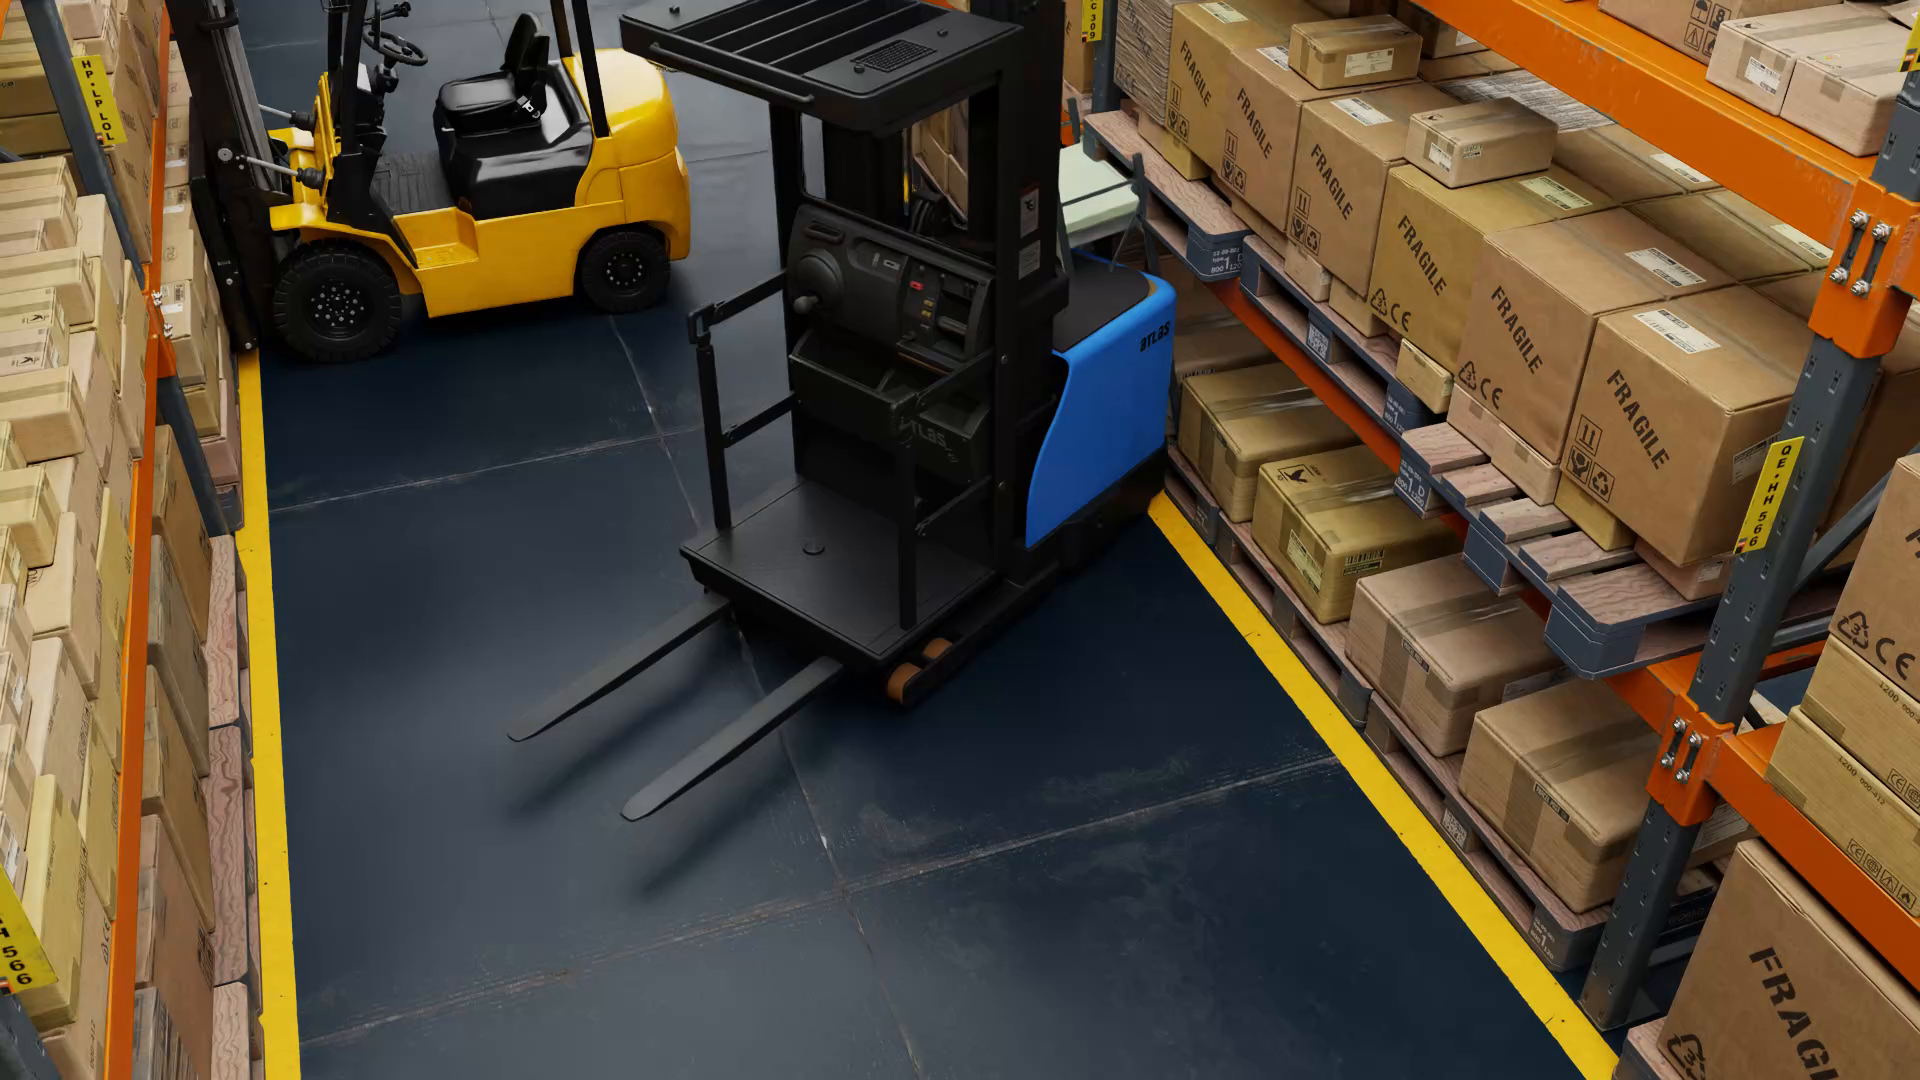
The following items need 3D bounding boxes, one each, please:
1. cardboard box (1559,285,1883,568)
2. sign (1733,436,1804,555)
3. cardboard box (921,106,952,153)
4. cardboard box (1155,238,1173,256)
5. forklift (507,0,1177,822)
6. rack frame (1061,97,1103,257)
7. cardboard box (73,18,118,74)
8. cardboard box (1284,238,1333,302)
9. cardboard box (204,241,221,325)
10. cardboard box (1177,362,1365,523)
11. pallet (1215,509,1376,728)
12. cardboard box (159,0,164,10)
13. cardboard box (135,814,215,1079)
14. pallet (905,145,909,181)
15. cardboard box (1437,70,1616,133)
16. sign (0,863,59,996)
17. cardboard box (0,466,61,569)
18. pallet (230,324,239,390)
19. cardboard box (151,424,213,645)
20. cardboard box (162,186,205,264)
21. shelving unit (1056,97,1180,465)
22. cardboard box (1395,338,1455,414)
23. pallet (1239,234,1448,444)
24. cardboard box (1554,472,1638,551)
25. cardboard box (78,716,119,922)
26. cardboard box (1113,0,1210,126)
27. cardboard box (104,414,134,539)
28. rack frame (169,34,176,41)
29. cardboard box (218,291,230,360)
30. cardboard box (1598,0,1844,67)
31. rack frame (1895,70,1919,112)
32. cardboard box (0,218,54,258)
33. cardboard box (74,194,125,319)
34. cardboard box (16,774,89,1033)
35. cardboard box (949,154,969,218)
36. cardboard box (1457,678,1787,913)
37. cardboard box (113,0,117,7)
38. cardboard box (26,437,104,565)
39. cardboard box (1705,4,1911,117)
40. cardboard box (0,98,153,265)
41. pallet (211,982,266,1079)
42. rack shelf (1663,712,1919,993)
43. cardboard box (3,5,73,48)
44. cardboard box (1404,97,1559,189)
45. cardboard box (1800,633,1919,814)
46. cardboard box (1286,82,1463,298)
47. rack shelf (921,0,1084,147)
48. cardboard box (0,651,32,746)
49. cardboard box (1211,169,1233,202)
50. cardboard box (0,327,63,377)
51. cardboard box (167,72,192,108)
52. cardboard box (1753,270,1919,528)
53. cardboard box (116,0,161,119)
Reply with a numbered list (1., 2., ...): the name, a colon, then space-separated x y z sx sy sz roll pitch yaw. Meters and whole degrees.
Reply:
1. cardboard box: 2.034 -0.317 4.498 0.500 0.500 0.500 -14 39 -17
2. sign: 1.945 -0.104 3.999 0.100 0.325 0.005 -12 39 -16
3. cardboard box: 0.074 -2.573 9.486 0.500 0.500 0.500 -12 39 -15
4. cardboard box: 1.126 -1.809 8.471 0.500 0.500 0.500 -11 38 -14
5. forklift: -0.407 -0.873 5.972 1.130 2.935 3.031 26 44 30
6. rack frame: 0.468 -1.272 7.658 0.400 1.500 0.023 -20 36 -8
7. cardboard box: -3.668 -1.996 6.785 0.380 0.149 0.250 -12 39 -15
8. cardboard box: 1.391 -0.998 5.942 0.380 0.149 0.250 -11 38 -14
9. cardboard box: -3.798 -1.198 7.868 0.500 0.250 0.500 -13 39 -16
10. cardboard box: 1.509 -0.468 7.213 0.950 0.372 0.625 -10 38 -13
11. pallet: 1.768 0.193 6.818 1.003 0.211 1.213 -12 39 -16
12. cardboard box: -4.545 -3.097 8.785 0.500 0.500 0.500 -13 39 -17
13. cardboard box: -2.642 1.297 4.660 0.875 0.625 0.625 -11 38 -14
14. pallet: -0.029 -2.687 10.642 1.003 0.211 1.213 -12 39 -16
15. cardboard box: 1.974 -1.295 5.797 0.500 0.500 0.500 -14 39 -18
16. sign: -1.701 0.690 2.944 0.100 0.325 0.005 -12 39 -16
17. cardboard box: -2.495 -0.028 4.172 0.380 0.149 0.250 -12 39 -15
18. pallet: -4.242 -1.055 8.475 1.003 0.211 1.213 -12 39 -16
19. cardboard box: -3.394 0.052 6.312 0.875 0.625 0.625 -11 38 -14
20. cardboard box: -3.804 -1.398 7.717 0.500 0.250 0.500 -11 38 -14
21. shelving unit: 0.580 -1.083 7.365 0.431 1.500 0.755 -20 36 -8
22. cardboard box: 1.642 -0.561 5.361 0.380 0.149 0.250 -12 39 -15
23. pallet: 1.732 -0.824 6.010 1.003 0.211 1.213 -12 39 -16
24. cardboard box: 1.958 -0.131 4.791 0.380 0.149 0.250 -12 39 -15
25. cardboard box: -2.299 0.712 3.936 0.500 0.250 0.500 -13 39 -17
26. cardboard box: 0.967 -2.053 6.803 0.500 0.500 0.500 -12 38 -15
27. cardboard box: -2.845 -0.161 5.095 0.500 0.250 0.500 -12 39 -16
28. rack frame: -4.961 -3.280 9.112 1.000 3.000 0.127 -12 39 -16
29. cardboard box: -3.820 -1.003 8.024 0.500 0.250 0.500 -12 39 -15
30. cardboard box: 2.135 -1.567 4.260 0.700 0.500 0.500 -12 39 -16
31. rack frame: 2.452 -2.187 2.674 1.000 3.000 0.127 -12 39 -16
32. cardboard box: -3.117 -0.882 5.305 0.380 0.149 0.250 -12 39 -16
33. cardboard box: -3.175 -0.936 5.709 0.500 0.250 0.500 -13 39 -17
34. cardboard box: -2.107 0.793 3.414 0.500 0.250 0.500 -12 39 -16
35. cardboard box: 0.256 -1.985 9.329 0.500 0.250 0.500 -12 39 -15
36. cardboard box: 2.267 0.770 5.570 0.950 0.372 0.625 -15 40 -19
37. cardboard box: -3.960 -2.432 7.363 0.380 0.149 0.250 -13 39 -17
38. cardboard box: -2.665 -0.068 4.556 0.500 0.250 0.500 -12 39 -15
39. cardboard box: 2.053 -1.162 4.015 0.380 0.149 0.250 -12 39 -16
40. cardboard box: -3.492 -1.365 6.487 0.500 0.500 0.500 -13 39 -17
41. pallet: -2.454 1.880 4.579 1.003 0.211 1.213 -12 39 -16
42. rack shelf: 3.140 1.626 3.196 1.077 0.370 4.000 -12 39 -16
43. cardboard box: -3.686 -1.951 6.478 0.380 0.149 0.250 -13 39 -17
44. cardboard box: 1.624 -1.242 5.188 0.380 0.149 0.250 -14 39 -18
45. cardboard box: 2.394 0.407 3.926 0.500 0.250 0.500 -13 39 -16
46. cardboard box: 1.484 -1.200 5.671 0.500 0.500 0.500 -14 39 -18
47. rack shelf: 0.387 -2.893 9.196 1.077 0.370 4.000 -12 39 -16
48. cardboard box: -2.246 0.408 3.592 0.380 0.149 0.250 -11 38 -15
49. cardboard box: 1.216 -1.453 6.546 0.380 0.149 0.250 -10 38 -13
50. cardboard box: -2.791 -0.457 4.741 0.380 0.149 0.250 -12 39 -16
51. cardboard box: -4.328 -2.266 8.871 0.500 0.250 0.500 -12 39 -15
52. cardboard box: 2.514 -0.420 4.635 0.500 0.500 0.500 -14 39 -17
53. cardboard box: -4.015 -2.231 7.635 0.500 0.500 0.500 -12 39 -16
